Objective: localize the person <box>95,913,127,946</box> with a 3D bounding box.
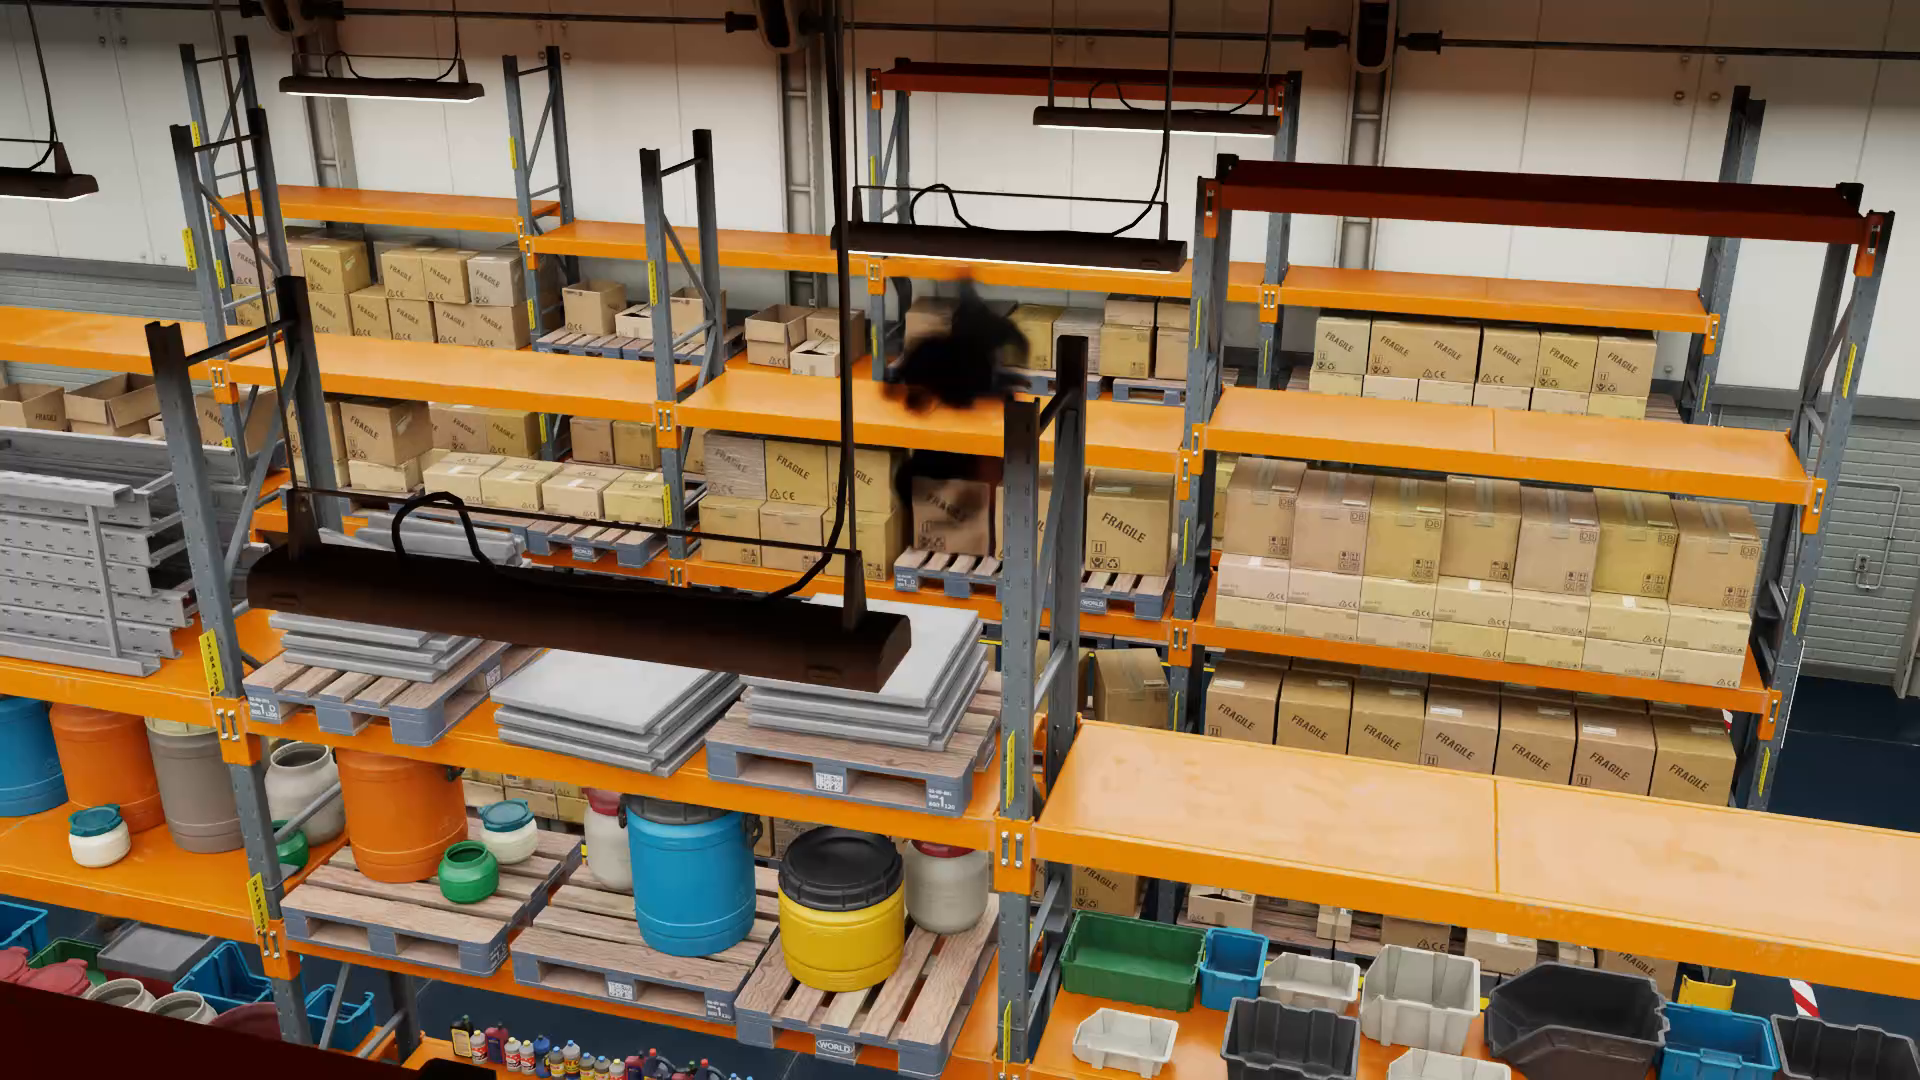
[{"bbox_3d":[-6.060,2.607,12.201,0.866,1.765,0.715,10,24,22],"label":"person"}]
